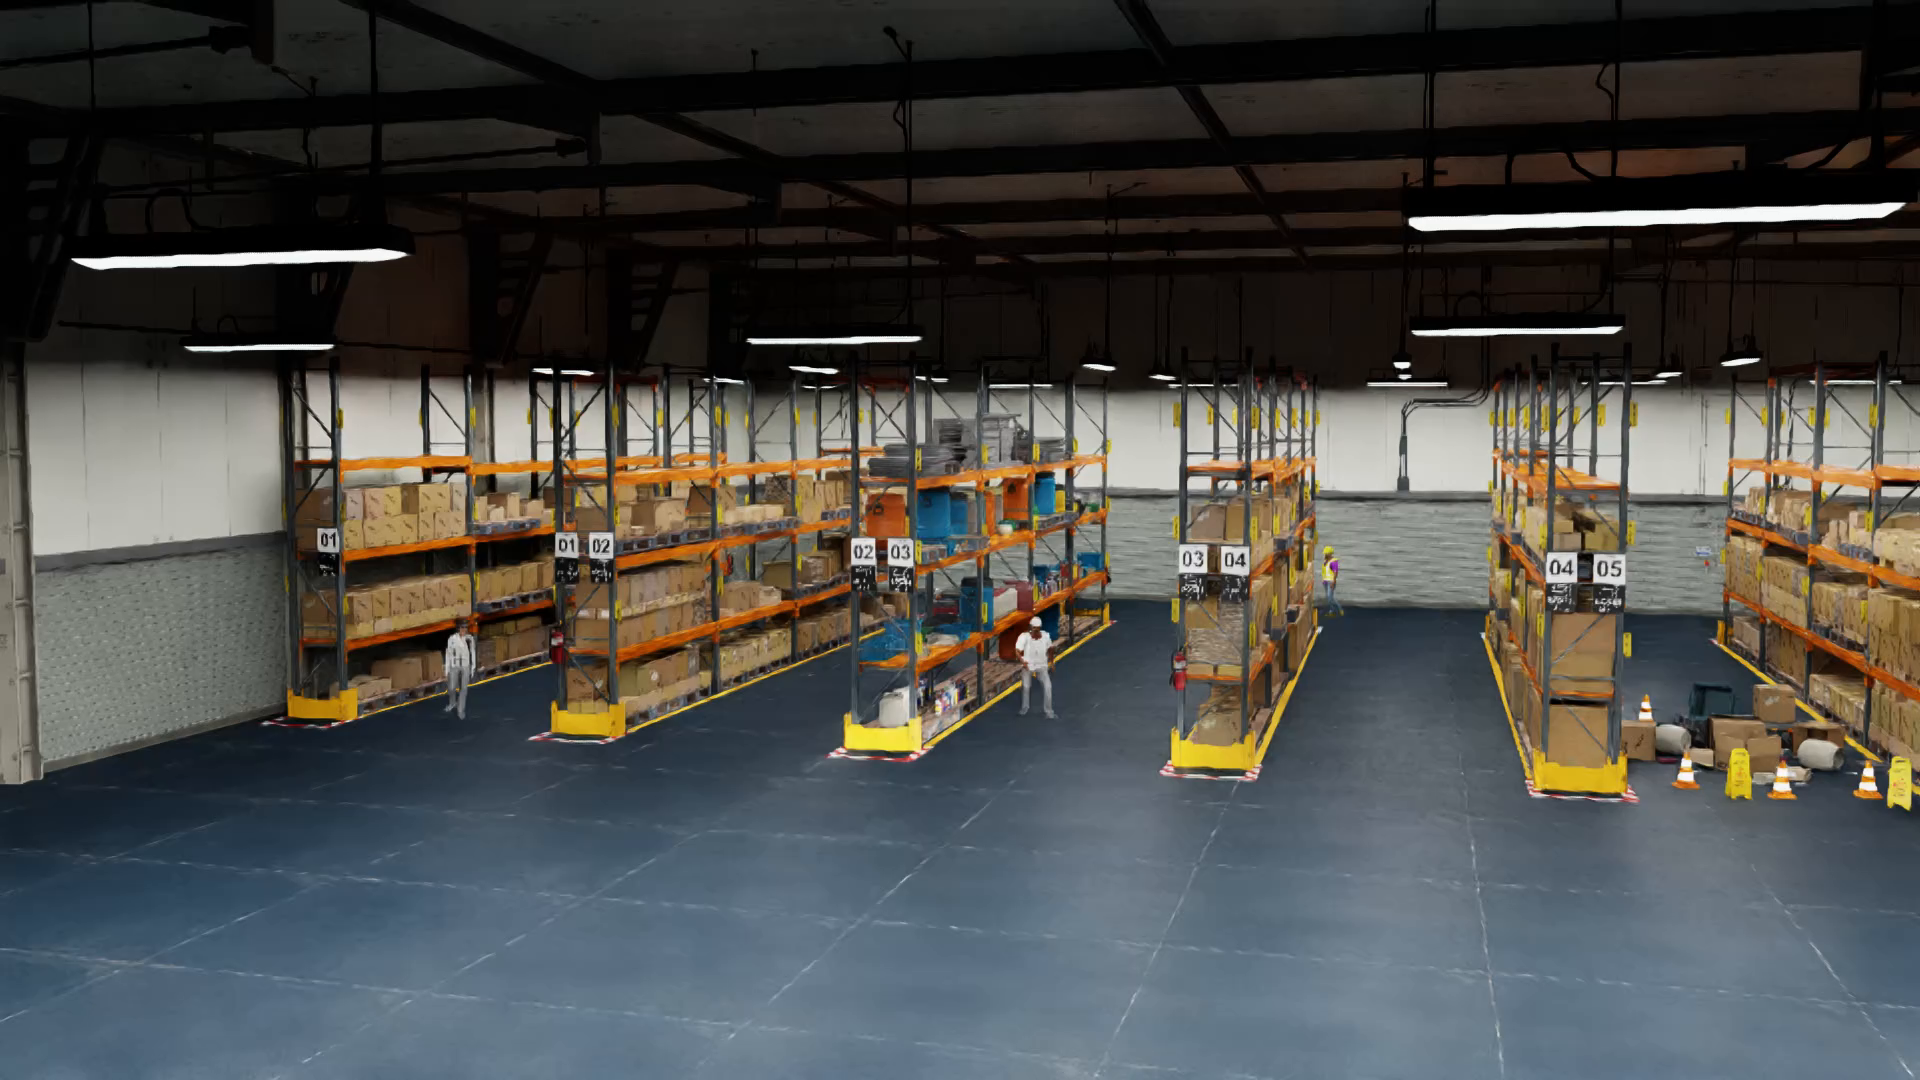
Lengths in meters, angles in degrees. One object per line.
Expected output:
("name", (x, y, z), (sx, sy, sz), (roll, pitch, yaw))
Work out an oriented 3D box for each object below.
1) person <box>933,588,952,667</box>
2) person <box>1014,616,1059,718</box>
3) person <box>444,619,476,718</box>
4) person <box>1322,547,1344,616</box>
("person", (-0.404, 1.754, 33.408), (0.625, 1.611, 0.575), (1, 4, 16))
("person", (1.252, 2.106, 27.743), (0.711, 1.694, 0.815), (0, 4, -4))
("person", (-8.381, 2.128, 27.854), (0.533, 1.671, 0.519), (-2, 5, -22))
("person", (9.358, 1.048, 41.748), (0.460, 1.760, 0.721), (-1, 4, -15))
